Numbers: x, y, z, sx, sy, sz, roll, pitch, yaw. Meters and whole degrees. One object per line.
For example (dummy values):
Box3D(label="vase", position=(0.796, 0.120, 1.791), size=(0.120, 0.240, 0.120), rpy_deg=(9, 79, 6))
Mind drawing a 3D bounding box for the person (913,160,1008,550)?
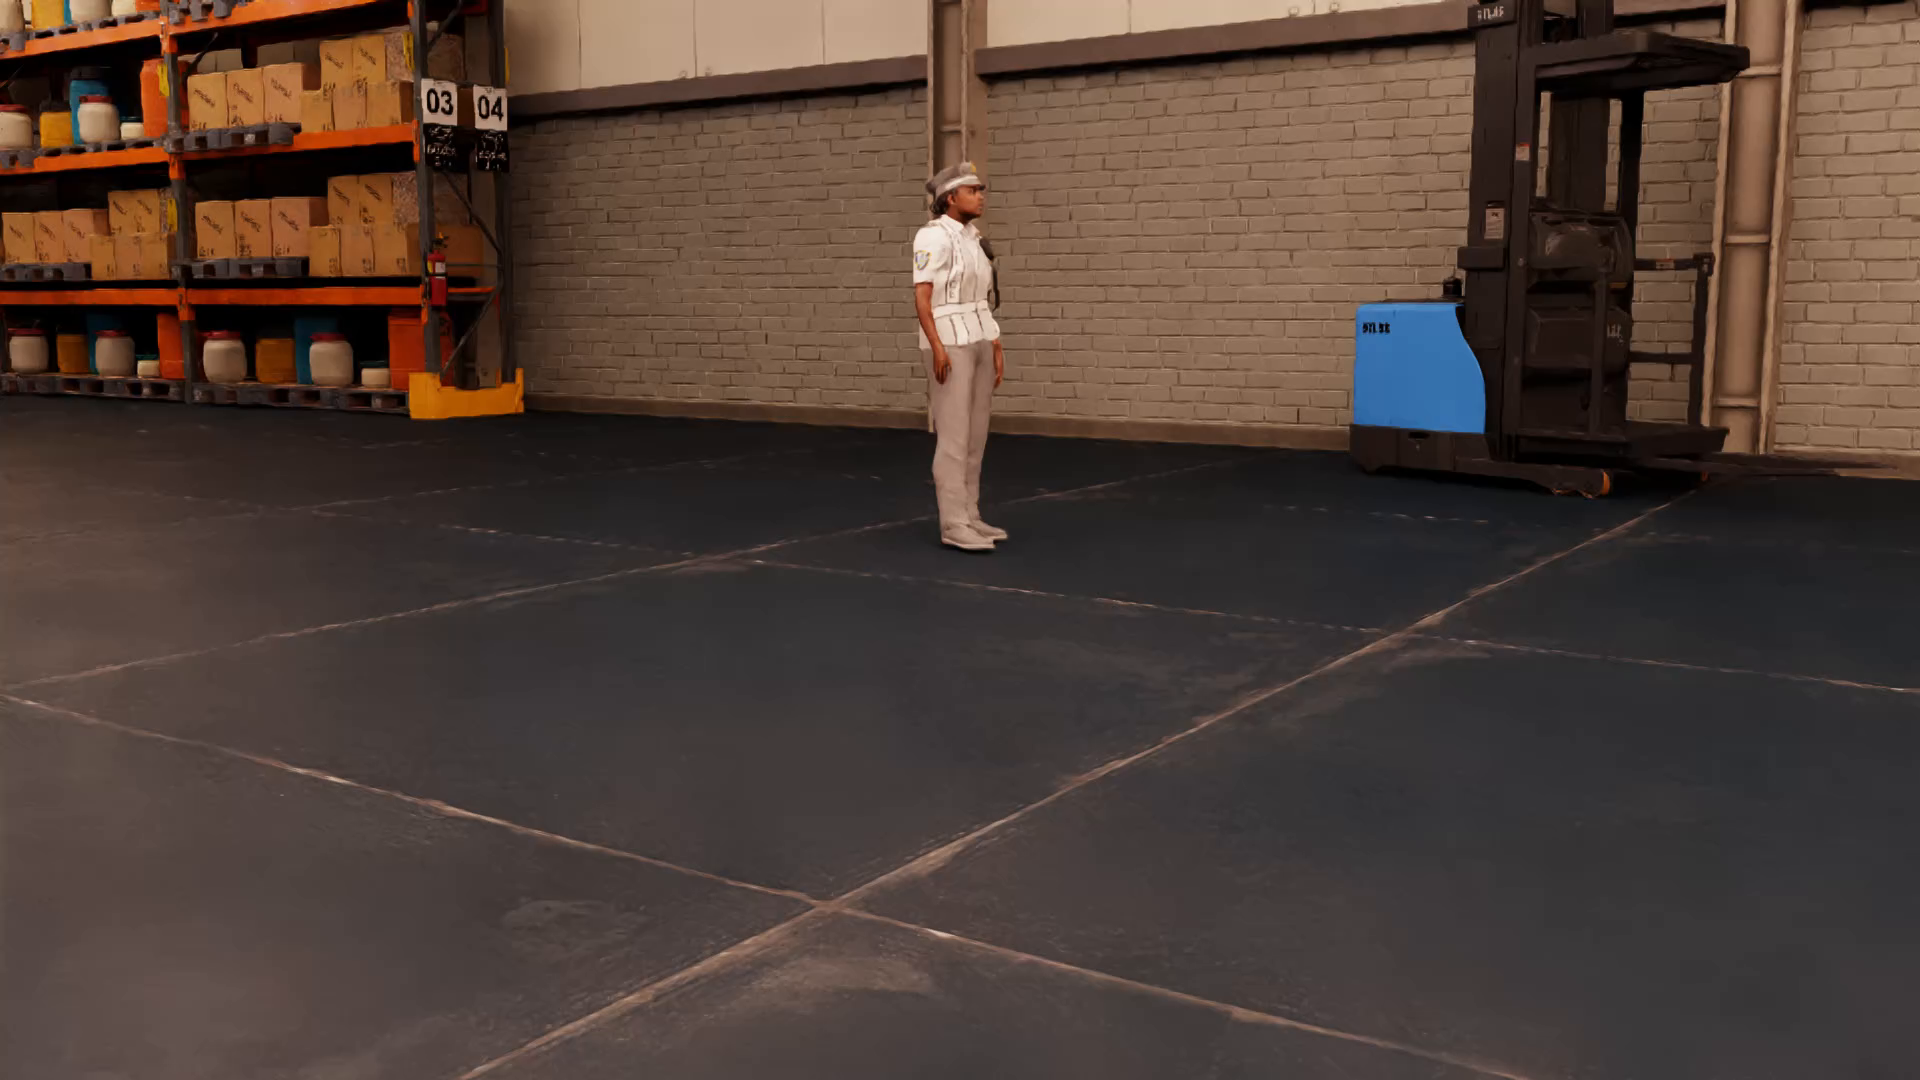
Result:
Box3D(label="person", position=(0.051, -0.839, 7.426), size=(0.529, 1.695, 0.570), rpy_deg=(5, 10, 34))

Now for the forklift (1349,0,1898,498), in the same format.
Box3D(label="forklift", position=(3.763, -1.759, 9.563), size=(1.130, 2.935, 3.031), rpy_deg=(-6, 10, -36))
